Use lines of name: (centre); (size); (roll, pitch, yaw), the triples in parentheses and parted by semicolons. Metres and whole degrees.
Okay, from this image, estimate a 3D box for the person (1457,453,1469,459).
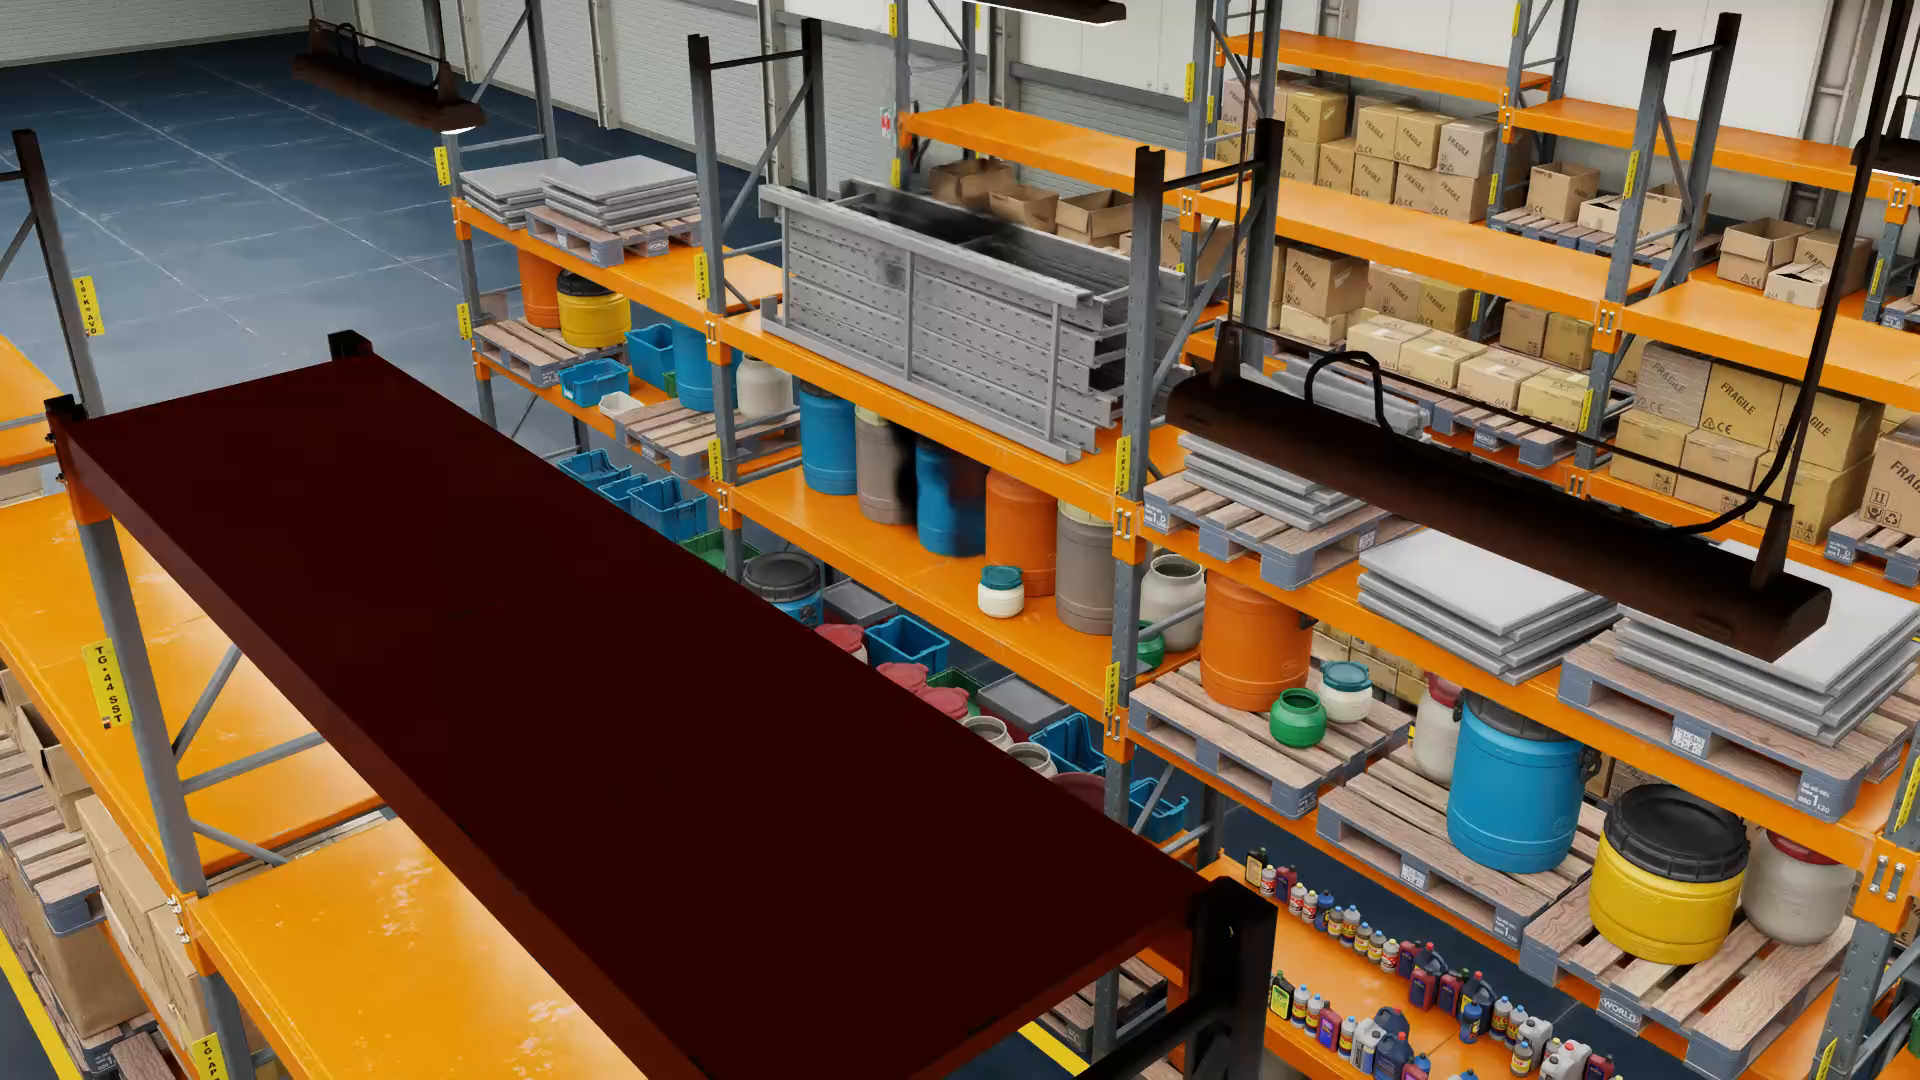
person: (4.674, -0.069, 15.917); (0.702, 1.680, 0.549); (23, 35, 37)
